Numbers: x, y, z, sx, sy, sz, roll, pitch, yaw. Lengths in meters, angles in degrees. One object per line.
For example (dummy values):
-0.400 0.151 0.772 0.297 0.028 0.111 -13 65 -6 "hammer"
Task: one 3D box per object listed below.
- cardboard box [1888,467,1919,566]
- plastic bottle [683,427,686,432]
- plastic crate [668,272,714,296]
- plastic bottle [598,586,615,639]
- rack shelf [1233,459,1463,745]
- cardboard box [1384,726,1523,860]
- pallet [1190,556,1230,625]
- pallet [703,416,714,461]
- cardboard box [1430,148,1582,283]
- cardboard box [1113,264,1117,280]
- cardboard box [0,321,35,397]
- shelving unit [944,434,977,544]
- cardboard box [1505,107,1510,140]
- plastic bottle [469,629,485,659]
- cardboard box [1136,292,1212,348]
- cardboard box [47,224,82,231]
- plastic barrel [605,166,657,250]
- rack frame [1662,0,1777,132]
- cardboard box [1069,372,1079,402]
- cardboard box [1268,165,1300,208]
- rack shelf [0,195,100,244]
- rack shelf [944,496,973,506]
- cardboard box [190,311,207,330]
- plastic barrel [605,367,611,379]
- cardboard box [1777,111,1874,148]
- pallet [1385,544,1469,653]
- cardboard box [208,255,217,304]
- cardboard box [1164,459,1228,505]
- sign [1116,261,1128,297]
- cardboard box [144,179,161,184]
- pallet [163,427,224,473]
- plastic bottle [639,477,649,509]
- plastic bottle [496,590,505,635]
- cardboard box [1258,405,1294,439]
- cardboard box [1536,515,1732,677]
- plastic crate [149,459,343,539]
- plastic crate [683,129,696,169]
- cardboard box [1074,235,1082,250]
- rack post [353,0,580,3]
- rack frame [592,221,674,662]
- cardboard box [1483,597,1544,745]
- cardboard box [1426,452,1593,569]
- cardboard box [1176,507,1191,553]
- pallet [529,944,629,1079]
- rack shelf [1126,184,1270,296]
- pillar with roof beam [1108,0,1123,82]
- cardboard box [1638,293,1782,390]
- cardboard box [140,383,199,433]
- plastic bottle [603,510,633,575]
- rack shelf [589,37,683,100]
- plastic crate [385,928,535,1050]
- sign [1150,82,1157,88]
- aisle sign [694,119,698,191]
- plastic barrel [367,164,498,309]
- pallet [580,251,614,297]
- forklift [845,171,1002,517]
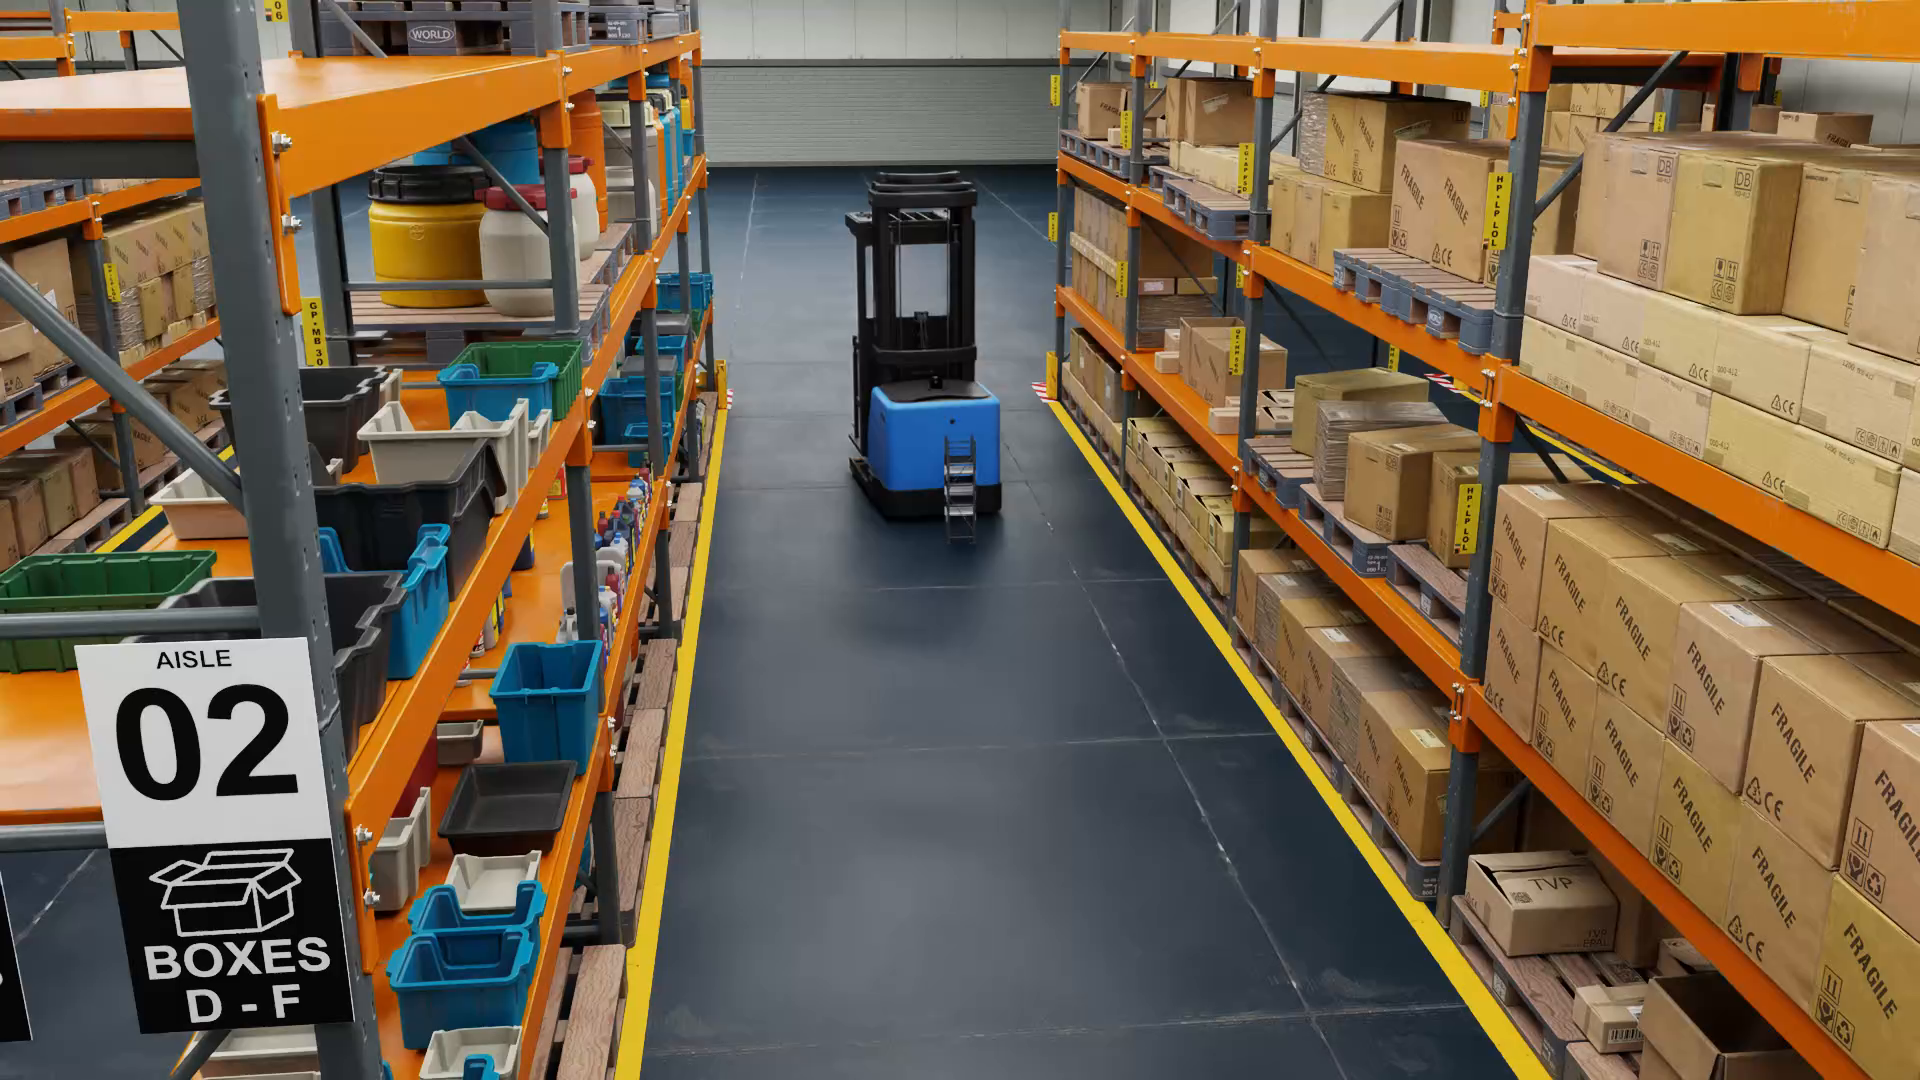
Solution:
2.909 -0.022 4.481 0.500 0.250 0.500 -2 18 -6 "cardboard box"
-2.706 -0.992 16.150 0.097 0.271 0.097 0 17 0 "plastic bottle"
-2.963 -2.772 18.247 0.499 0.251 0.616 -2 18 -6 "plastic crate"
-1.766 0.360 8.239 0.097 0.271 0.097 0 17 0 "plastic bottle"
2.646 0.188 9.772 1.077 0.370 4.000 -2 18 -6 "rack shelf"
2.517 1.285 8.515 0.500 0.500 0.500 -2 18 -6 "cardboard box"
2.394 0.333 12.765 1.003 0.211 1.213 -2 18 -6 "pallet"
-3.057 -1.026 17.094 1.003 0.211 1.213 -2 18 -6 "pallet"
2.782 -1.637 8.342 0.600 0.600 0.600 -2 18 -6 "cardboard box"
1.705 -2.605 16.216 0.380 0.149 0.250 -2 18 -6 "cardboard box"
-7.556 -1.374 12.673 0.797 0.503 0.637 0 17 0 "cardboard box"
0.001 -0.427 14.035 0.258 0.900 0.210 -2 18 -6 "shelving unit"
6.347 -4.509 18.323 0.500 0.500 0.500 -1 17 -2 "cardboard box"
-2.353 0.461 8.031 0.097 0.201 0.097 0 17 0 "plastic bottle"
1.975 -2.123 15.764 0.700 0.500 0.500 -2 18 -7 "cardboard box"
-8.200 -2.579 15.052 0.500 0.500 0.500 -2 18 -6 "cardboard box"
-2.215 -2.186 10.937 0.421 0.512 0.421 0 17 0 "plastic barrel"
6.954 -4.959 14.951 1.000 3.000 0.127 -2 18 -6 "rack frame"
1.504 -1.708 18.498 0.500 0.250 0.500 -2 18 -6 "cardboard box"
2.337 -2.445 11.498 0.500 0.250 0.500 -3 18 -10 "cardboard box"
-7.620 -2.130 12.148 1.077 0.370 4.000 -2 18 -6 "rack shelf"
0.001 -0.309 14.072 0.258 0.077 0.200 -2 18 -6 "rack shelf"
-7.745 -2.188 16.557 0.380 0.149 0.250 -2 18 -6 "cardboard box"
-2.899 -1.217 12.818 0.433 0.535 0.433 0 17 0 "plastic barrel"
7.058 -3.244 13.625 0.500 0.500 0.500 -2 18 -8 "cardboard box"
2.879 0.291 8.564 1.003 0.211 1.213 -2 18 -6 "pallet"
-8.039 -2.710 17.136 0.875 0.500 0.500 -2 18 -6 "cardboard box"
1.982 -0.510 13.748 0.500 0.311 0.500 -1 17 -4 "cardboard box"
1.475 -2.376 15.161 0.100 0.325 0.005 -2 18 -6 "sign"
-7.718 -3.446 15.387 0.500 0.250 0.500 -2 18 -8 "cardboard box"
-8.060 -0.871 16.599 1.003 0.211 1.213 -2 18 -6 "pallet"
-2.004 -0.294 10.436 0.097 0.201 0.097 0 17 0 "plastic bottle"
-2.371 0.293 8.320 0.144 0.351 0.185 -2 18 -6 "plastic bottle"
2.446 -0.819 11.925 0.500 0.311 0.500 -1 17 -2 "cardboard box"
2.675 0.218 6.637 0.500 0.500 0.500 -2 18 -7 "cardboard box"
-2.122 -0.129 5.013 0.437 0.136 0.530 -2 18 -6 "plastic crate"
-2.816 -3.848 16.444 0.392 0.384 0.575 -2 18 -6 "plastic crate"
1.471 -3.290 18.398 0.380 0.149 0.250 -2 18 -7 "cardboard box"
-2.131 -2.486 7.198 0.937 0.300 0.954 -2 18 -7 "rack post"
-2.487 -0.599 11.079 1.000 3.000 0.127 -2 18 -6 "rack frame"
2.634 0.553 7.241 0.500 0.500 0.500 -1 17 -4 "cardboard box"
2.892 -0.159 8.807 0.700 0.500 0.500 1 17 3 "cardboard box"
2.037 -0.092 13.353 0.500 0.250 0.500 -1 17 -4 "cardboard box"
-1.960 2.141 7.006 1.003 0.211 1.213 -2 18 -6 "pallet"
2.234 -2.435 13.119 1.077 0.370 4.000 -2 18 -6 "rack shelf"
0.098 -14.774 46.214 9.100 9.000 0.400 -2 18 -6 "pillar with roof beam"
2.749 -0.707 5.829 0.500 0.250 0.500 -2 18 -6 "cardboard box"
-8.050 -1.287 16.741 0.500 0.500 0.500 0 17 0 "cardboard box"
-1.896 0.015 9.202 0.144 0.351 0.185 -2 18 -6 "plastic bottle"
-2.694 -3.524 12.246 1.077 0.370 4.000 -2 18 -6 "rack shelf"
-1.496 1.359 5.019 0.416 0.233 0.300 -2 18 -6 "plastic crate"
2.156 -4.963 18.625 0.100 0.325 0.005 -2 18 -6 "sign"
-3.024 -4.254 18.379 0.394 0.787 0.004 -2 18 -6 "aisle sign"
-2.371 -1.395 7.588 0.600 0.588 0.600 0 17 0 "plastic barrel"
-2.373 -1.317 8.672 1.003 0.211 1.213 -2 18 -6 "pallet"
-0.457 -2.000 15.655 1.130 2.935 3.031 -4 18 -12 "forklift"
